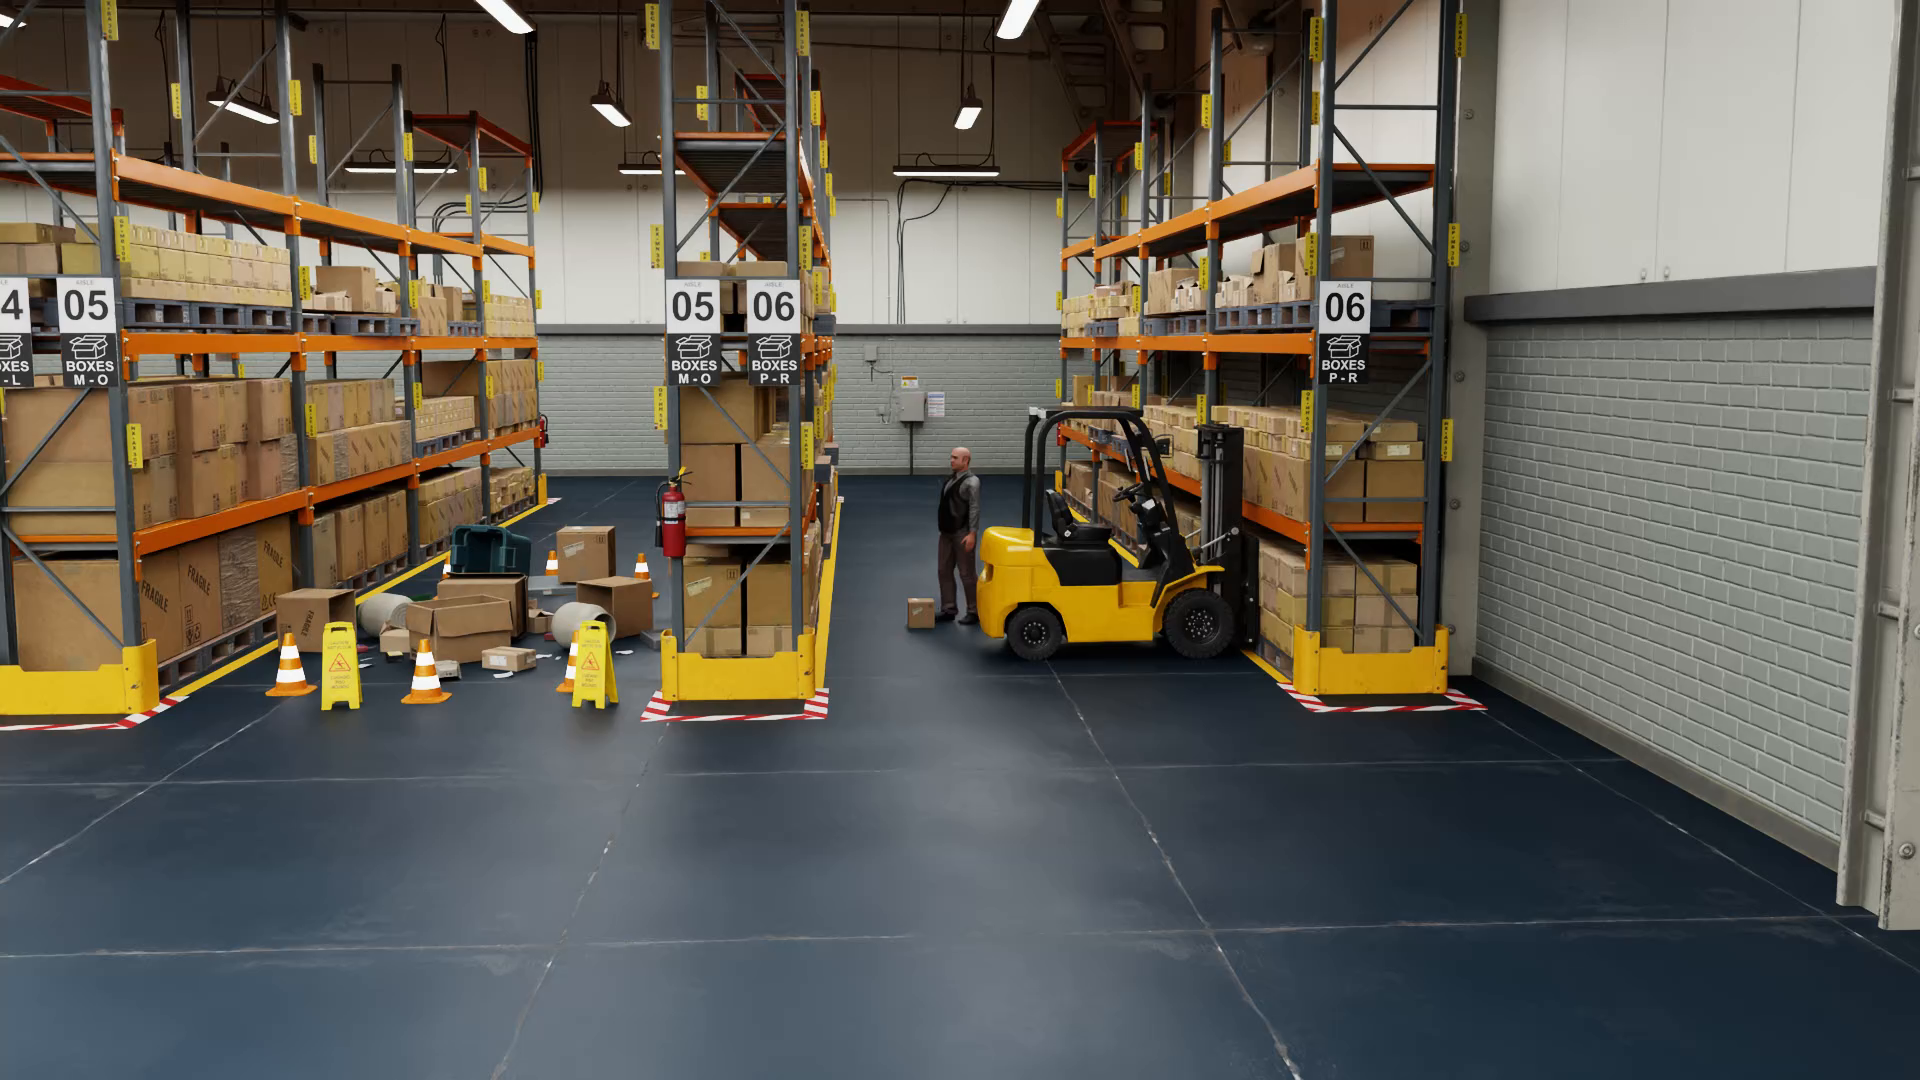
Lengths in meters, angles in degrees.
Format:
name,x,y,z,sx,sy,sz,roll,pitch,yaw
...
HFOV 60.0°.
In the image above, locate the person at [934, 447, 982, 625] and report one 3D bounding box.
name,x,y,z,sx,sy,sz,roll,pitch,yaw
person,-0.035,-0.042,16.244,0.489,1.731,0.535,-4,8,-31
